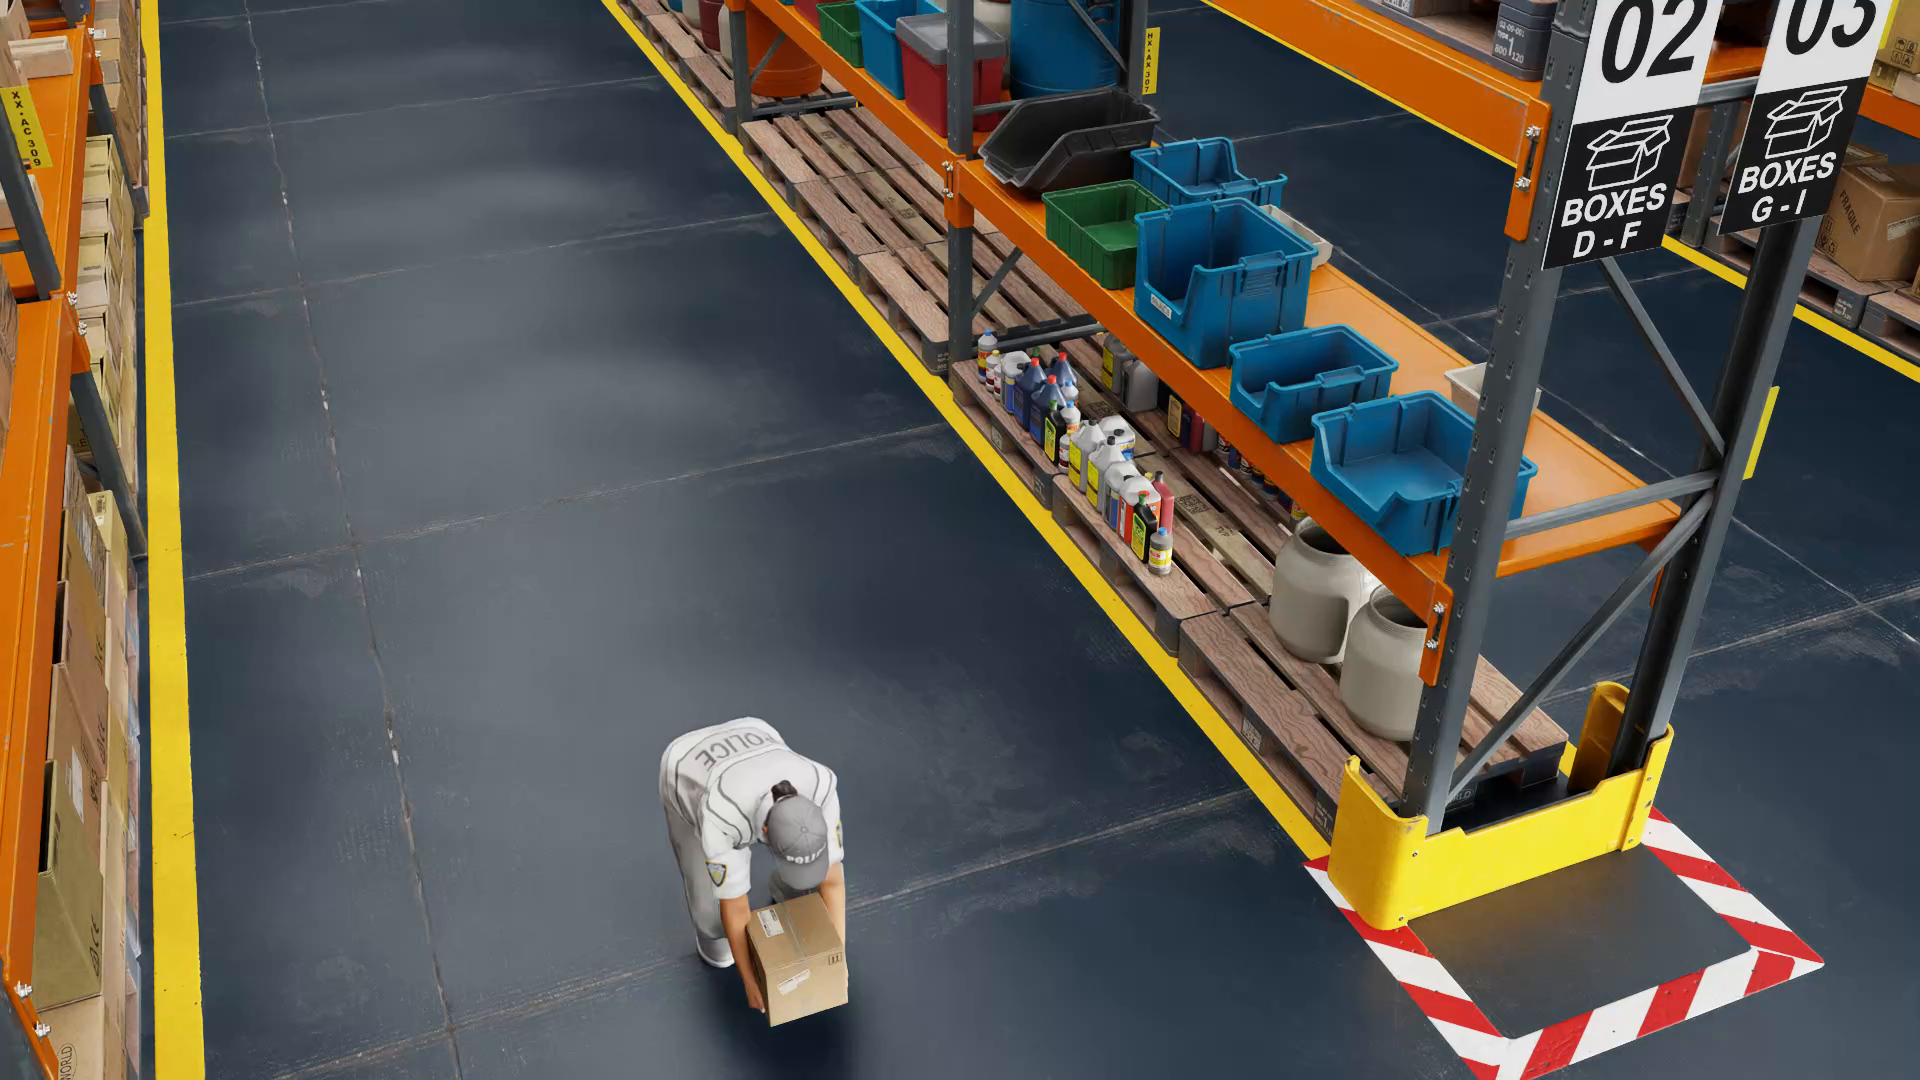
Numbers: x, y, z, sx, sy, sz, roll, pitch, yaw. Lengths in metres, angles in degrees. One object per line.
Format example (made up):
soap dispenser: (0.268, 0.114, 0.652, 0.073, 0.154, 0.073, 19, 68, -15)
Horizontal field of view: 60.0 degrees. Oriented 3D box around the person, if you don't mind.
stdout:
person: (-0.644, 0.992, 5.313, 0.512, 0.941, 0.892, -14, 36, -20)
